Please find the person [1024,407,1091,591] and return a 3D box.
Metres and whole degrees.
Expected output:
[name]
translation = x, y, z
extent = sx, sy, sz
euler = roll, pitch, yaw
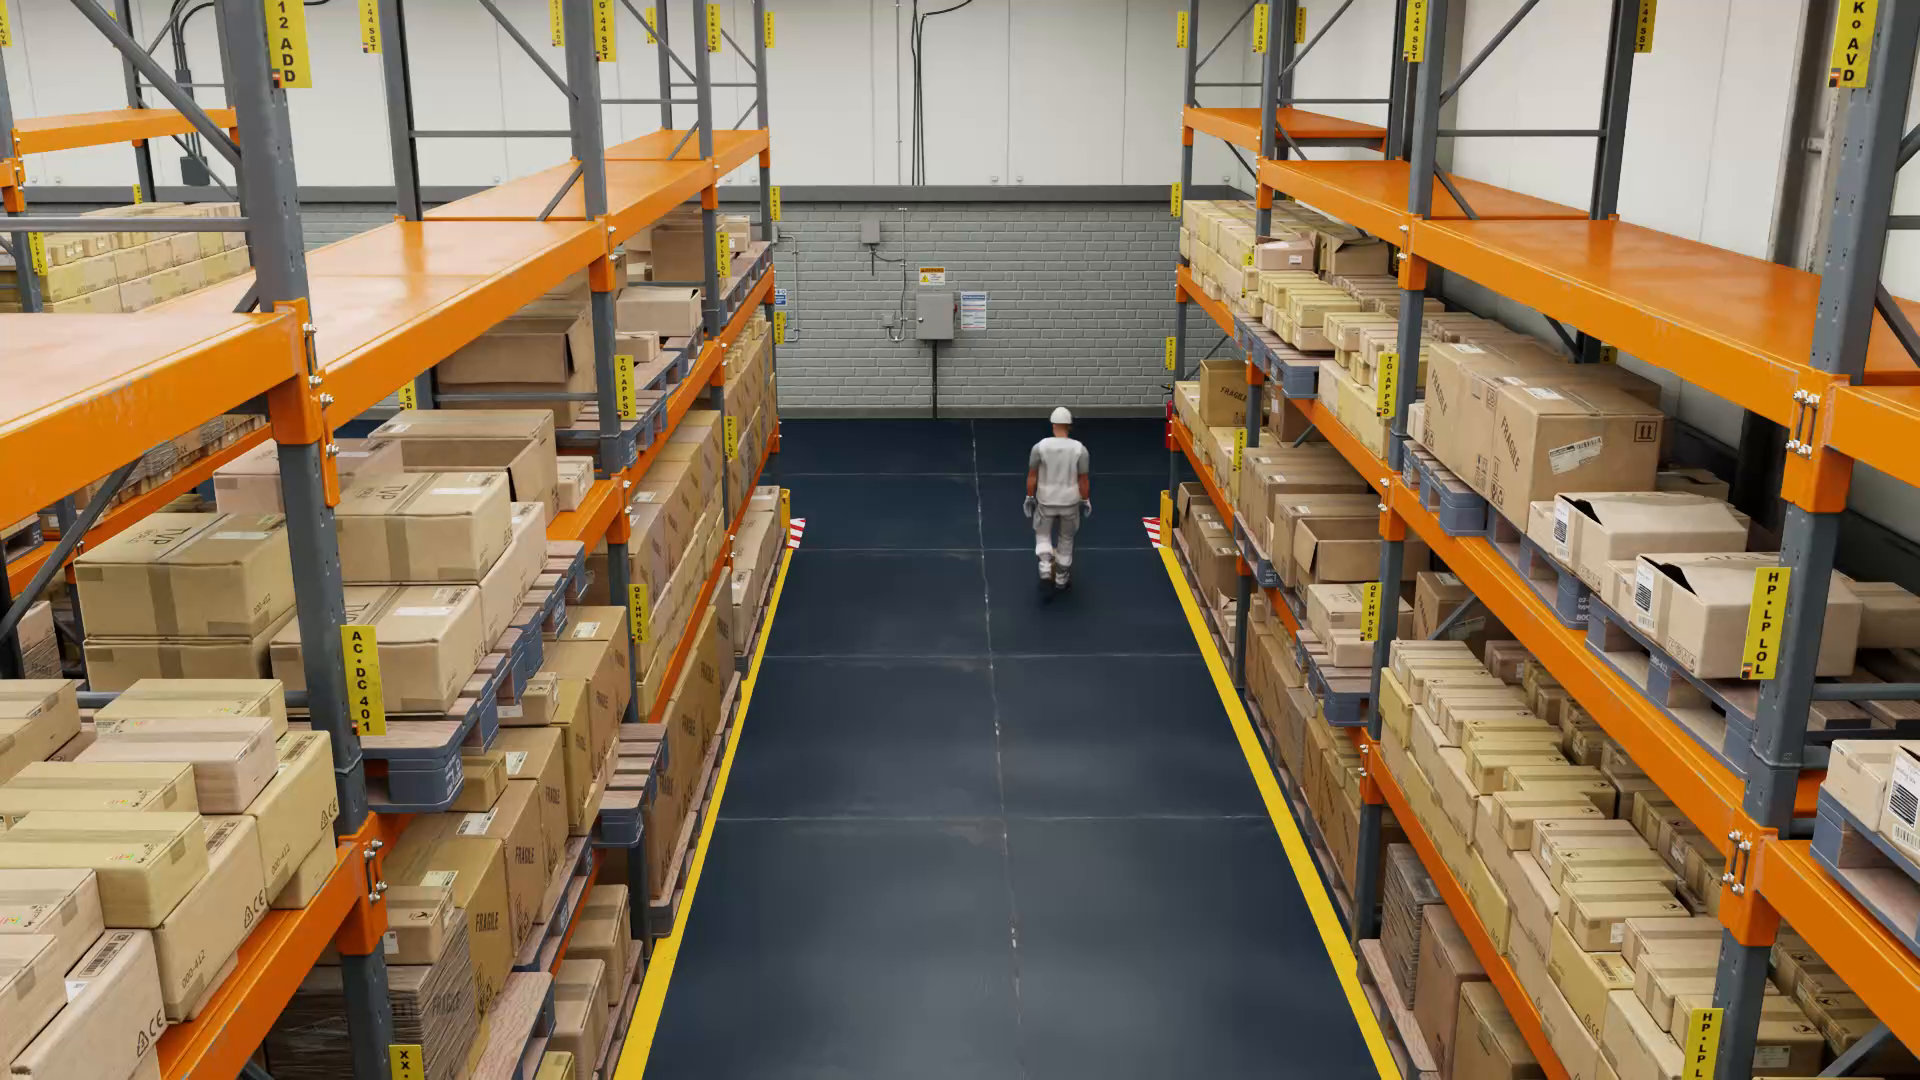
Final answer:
[person]
translation = 0.896, -0.363, 15.234
extent = 0.617, 1.765, 0.679
euler = 2, 17, 6
